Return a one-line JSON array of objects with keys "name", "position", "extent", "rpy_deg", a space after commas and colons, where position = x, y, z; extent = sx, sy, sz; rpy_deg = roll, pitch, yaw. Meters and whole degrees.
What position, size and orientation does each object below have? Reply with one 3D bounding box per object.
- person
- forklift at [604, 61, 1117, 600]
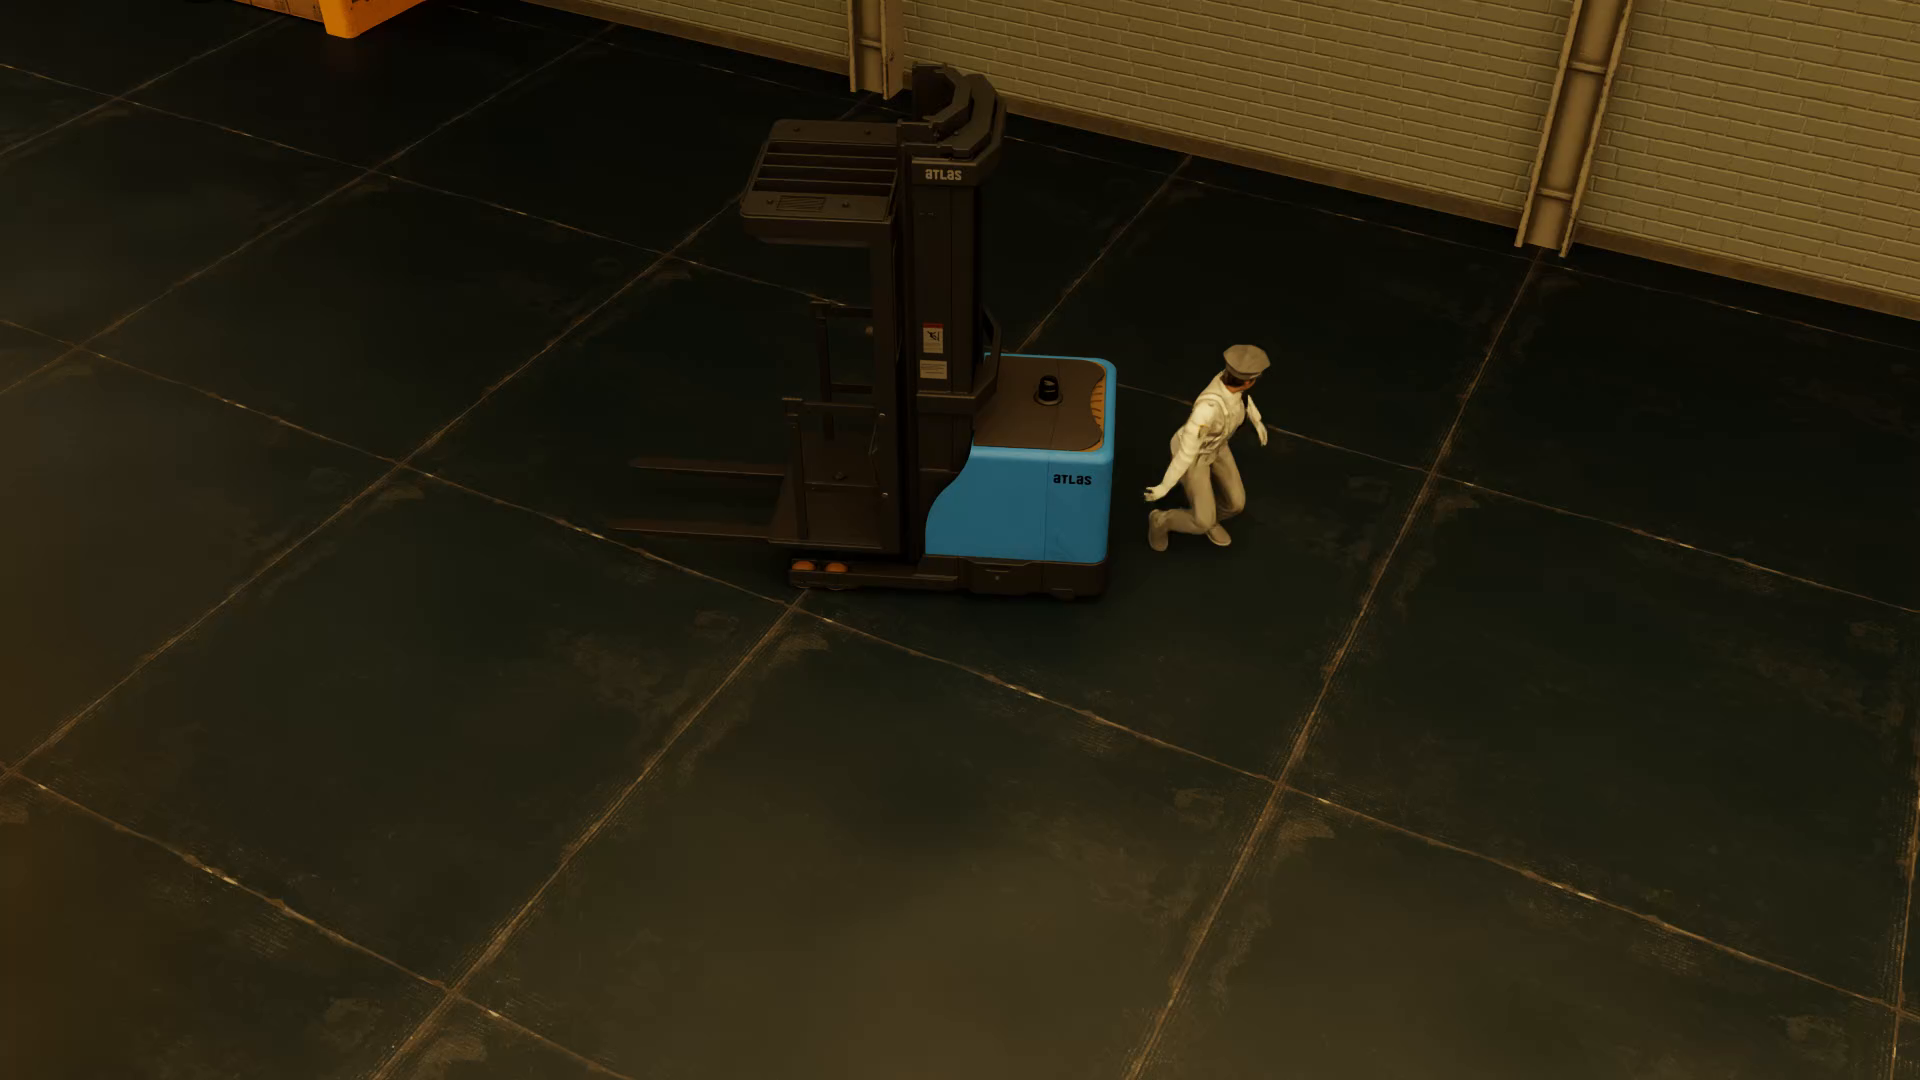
[{"name": "person", "position": [1.428, -0.483, 9.715], "extent": [0.534, 1.503, 0.884], "rpy_deg": [31, 49, 32]}, {"name": "forklift", "position": [-0.606, -1.157, 9.360], "extent": [3.031, 2.935, 1.130], "rpy_deg": [3, 40, 4]}]
